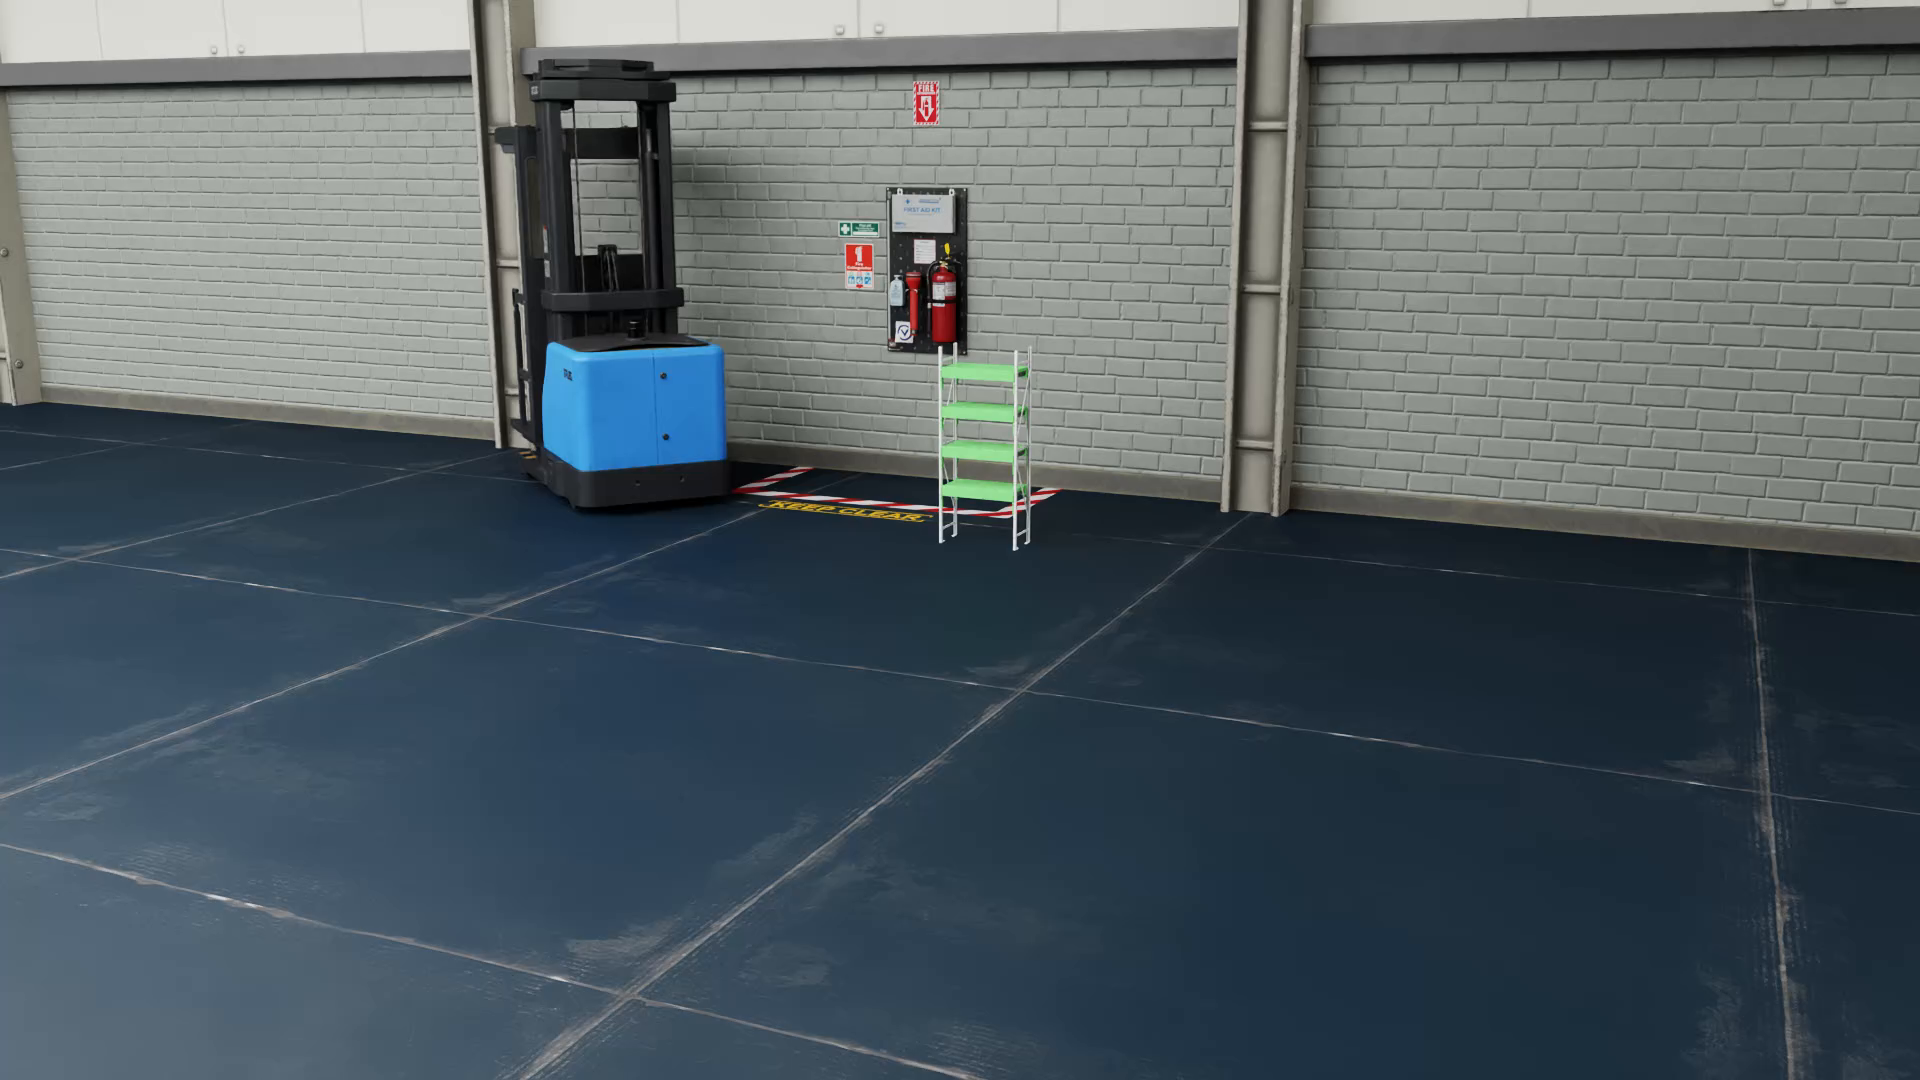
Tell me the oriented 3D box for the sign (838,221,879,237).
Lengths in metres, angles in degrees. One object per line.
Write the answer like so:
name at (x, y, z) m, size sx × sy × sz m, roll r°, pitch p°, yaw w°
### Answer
sign at (-0.732, -2.246, 12.024) m, size 0.331 × 0.109 × 0.001 m, roll 6°, pitch 14°, yaw 23°

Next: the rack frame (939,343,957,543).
rack frame at (-0.072, -0.591, 10.149) m, size 0.015 × 1.200 × 0.240 m, roll 6°, pitch 14°, yaw 23°

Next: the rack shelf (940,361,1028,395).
rack shelf at (0.151, -0.974, 9.957) m, size 0.480 × 0.148 × 0.258 m, roll 6°, pitch 14°, yaw 23°

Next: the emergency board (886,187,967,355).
emergency board at (-0.269, -1.901, 11.788) m, size 0.643 × 1.169 × 0.194 m, roll 6°, pitch 14°, yaw 23°

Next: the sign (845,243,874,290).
sign at (-0.732, -1.991, 12.094) m, size 0.234 × 0.329 × 0.001 m, roll 6°, pitch 14°, yaw 23°

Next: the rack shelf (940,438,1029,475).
rack shelf at (0.151, -0.507, 10.067) m, size 0.480 × 0.148 × 0.258 m, roll 6°, pitch 14°, yaw 23°

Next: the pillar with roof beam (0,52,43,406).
pillar with roof beam at (-10.740, -4.796, 10.995) m, size 0.400 × 9.000 × 9.100 m, roll 6°, pitch 14°, yaw 23°

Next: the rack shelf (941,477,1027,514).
rack shelf at (0.151, -0.273, 10.122) m, size 0.480 × 0.148 × 0.258 m, roll 6°, pitch 14°, yaw 23°

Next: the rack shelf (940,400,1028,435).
rack shelf at (0.151, -0.740, 10.012) m, size 0.480 × 0.148 × 0.258 m, roll 6°, pitch 14°, yaw 23°

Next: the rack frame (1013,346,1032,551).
rack frame at (0.374, -0.546, 9.956) m, size 0.015 × 1.200 × 0.240 m, roll 6°, pitch 14°, yaw 23°

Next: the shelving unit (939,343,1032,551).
shelving unit at (0.151, -0.569, 10.052) m, size 0.503 × 1.200 × 0.258 m, roll 6°, pitch 14°, yaw 23°

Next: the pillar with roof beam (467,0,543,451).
pillar with roof beam at (-5.254, -4.241, 8.629) m, size 0.400 × 9.000 × 9.100 m, roll 6°, pitch 14°, yaw 23°

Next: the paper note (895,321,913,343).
paper note at (-0.402, -1.503, 12.020) m, size 0.142 × 0.148 × 0.016 m, roll 6°, pitch 14°, yaw 23°

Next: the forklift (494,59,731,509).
forklift at (-2.666, -1.922, 12.031) m, size 1.130 × 2.935 × 3.031 m, roll -7°, pitch 15°, yaw -26°

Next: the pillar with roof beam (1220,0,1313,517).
pillar with roof beam at (0.232, -3.685, 6.263) m, size 0.400 × 9.000 × 9.100 m, roll 6°, pitch 14°, yaw 23°

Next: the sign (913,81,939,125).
sign at (-0.236, -3.051, 11.615) m, size 0.199 × 0.298 × 0.001 m, roll 6°, pitch 14°, yaw 23°
